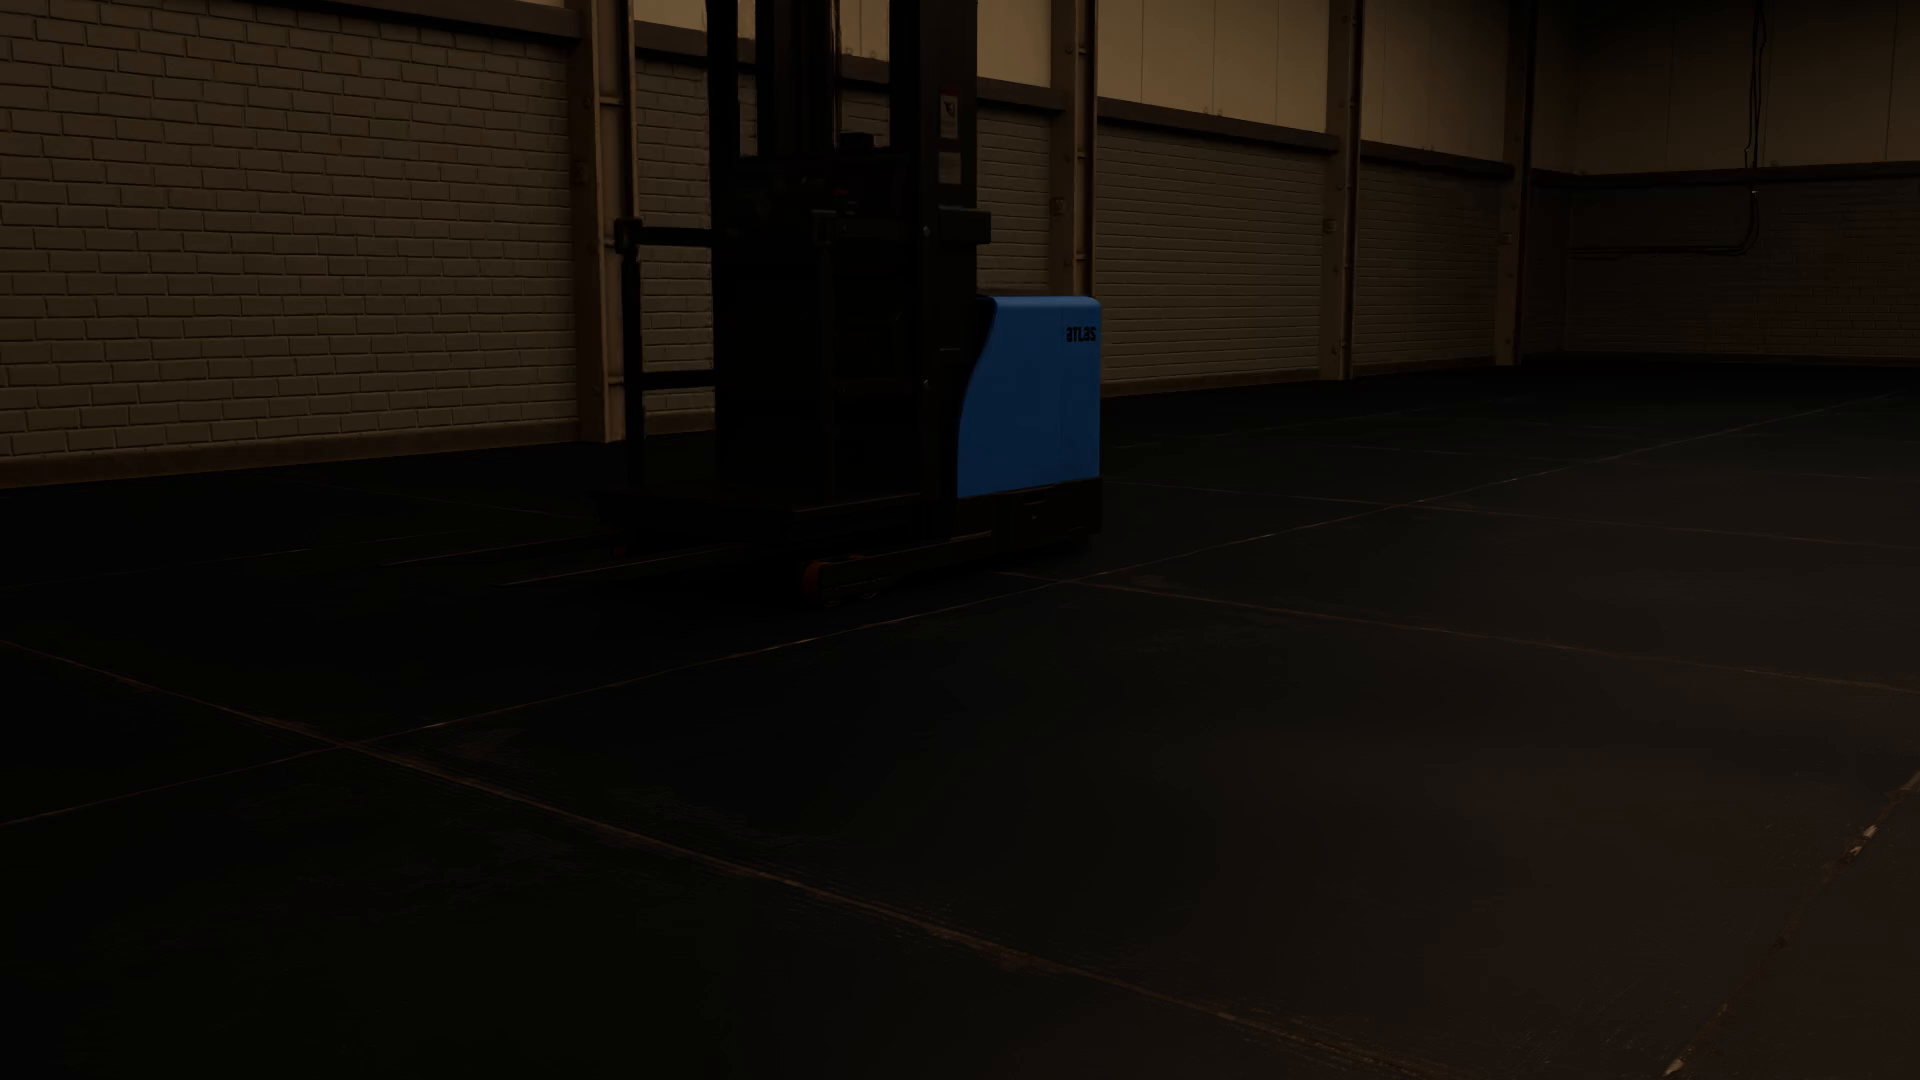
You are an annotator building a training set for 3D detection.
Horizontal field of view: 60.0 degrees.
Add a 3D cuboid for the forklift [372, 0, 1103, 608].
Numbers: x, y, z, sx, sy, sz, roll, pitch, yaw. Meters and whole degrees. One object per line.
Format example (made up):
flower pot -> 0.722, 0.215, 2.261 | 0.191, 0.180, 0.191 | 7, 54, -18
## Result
forklift -> -0.692, -1.295, 6.129 | 1.130, 2.935, 3.031 | 6, 11, 38
